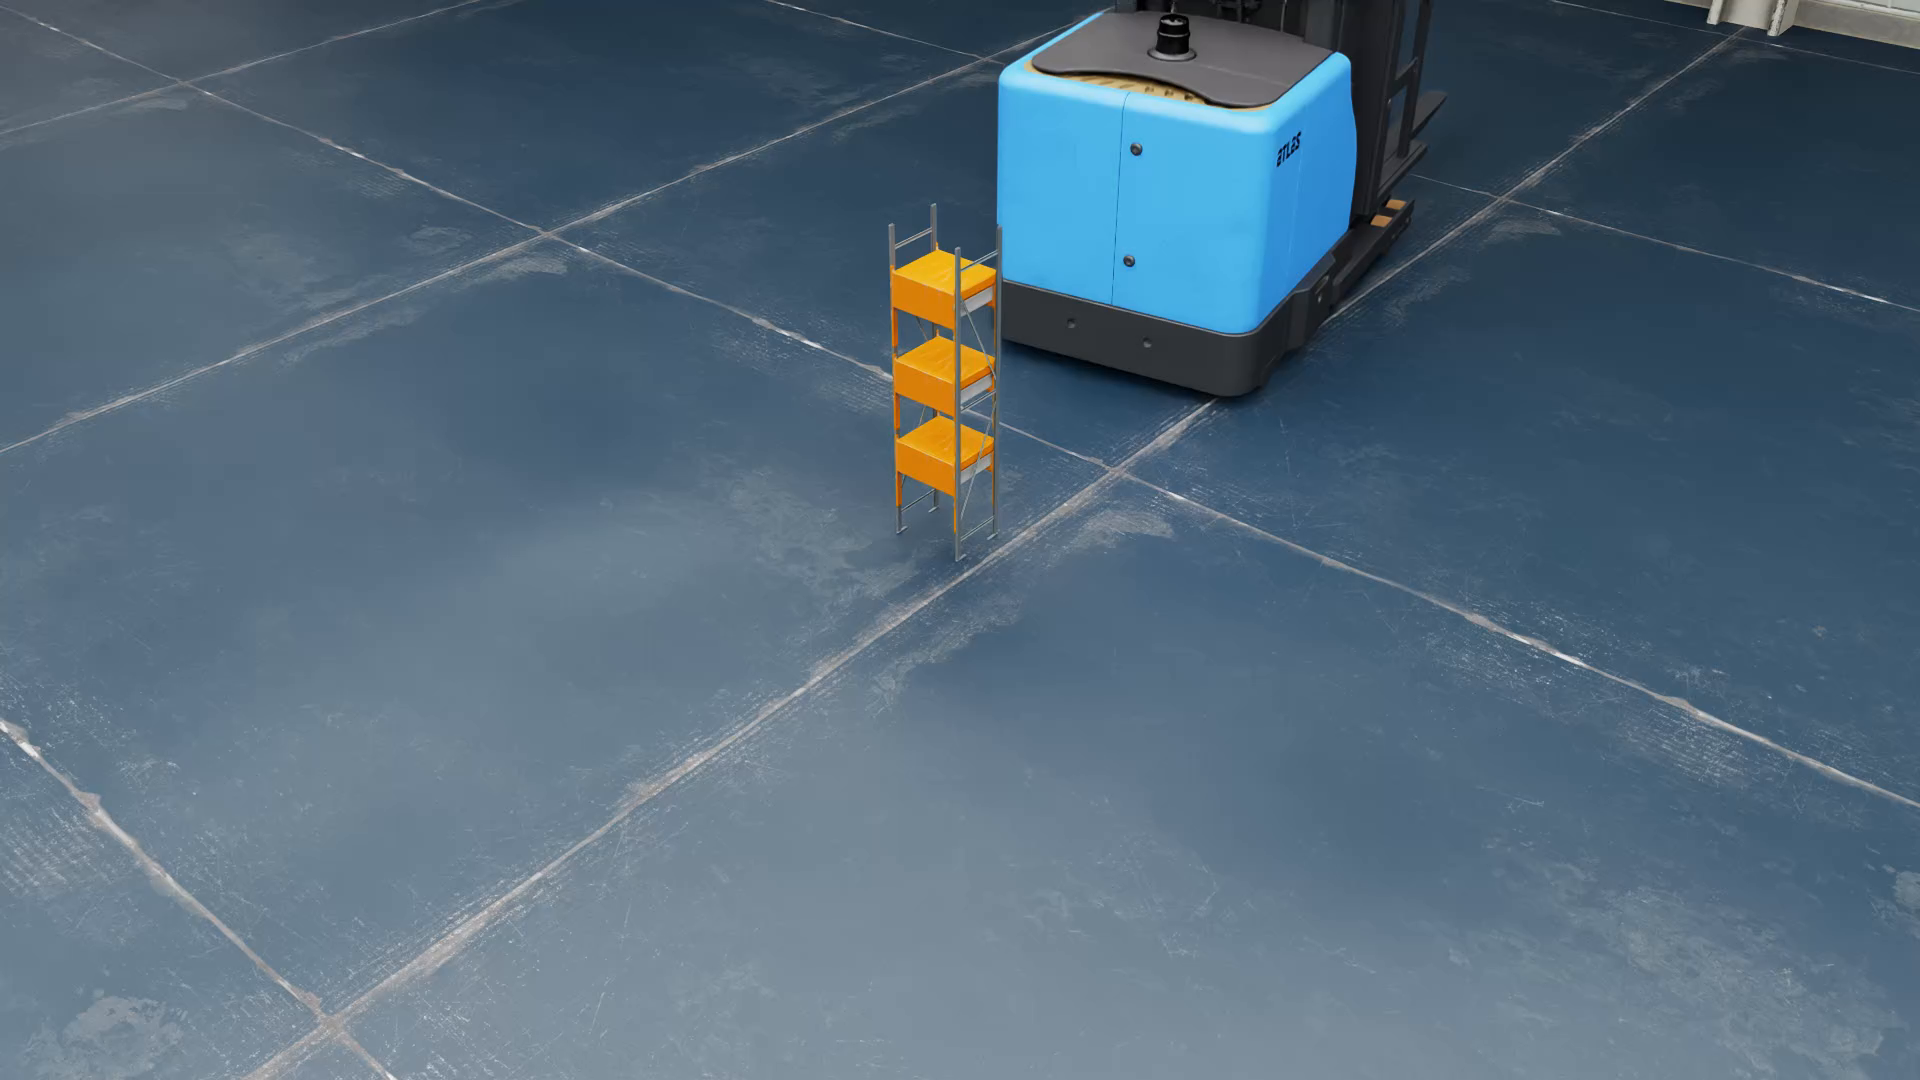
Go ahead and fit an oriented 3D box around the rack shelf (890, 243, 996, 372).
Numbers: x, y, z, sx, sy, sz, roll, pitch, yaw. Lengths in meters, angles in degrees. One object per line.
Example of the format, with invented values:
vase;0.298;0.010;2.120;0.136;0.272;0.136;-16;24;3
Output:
rack shelf;-0.041;-0.677;4.826;0.240;0.259;0.215;25;42;32

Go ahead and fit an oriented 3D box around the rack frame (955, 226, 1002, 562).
rack frame;0.053;-0.408;4.917;0.008;1.050;0.200;25;42;32

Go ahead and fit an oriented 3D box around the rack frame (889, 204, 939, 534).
rack frame;-0.135;-0.496;5.045;0.008;1.050;0.200;25;42;32

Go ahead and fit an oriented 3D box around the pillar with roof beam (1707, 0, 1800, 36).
pillar with roof beam;1.804;-4.818;4.317;0.400;9.000;9.100;25;42;32

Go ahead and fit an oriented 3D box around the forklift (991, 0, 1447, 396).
forklift;1.288;-2.523;6.334;1.130;2.935;3.031;18;38;24

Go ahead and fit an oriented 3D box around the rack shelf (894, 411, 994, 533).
rack shelf;-0.041;-0.214;5.144;0.240;0.259;0.215;25;42;32

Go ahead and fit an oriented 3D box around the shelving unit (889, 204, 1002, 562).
shelving unit;-0.041;-0.452;4.981;0.252;1.050;0.215;25;42;32

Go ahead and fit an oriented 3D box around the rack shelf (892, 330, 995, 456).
rack shelf;-0.041;-0.443;4.987;0.240;0.259;0.215;25;42;32
